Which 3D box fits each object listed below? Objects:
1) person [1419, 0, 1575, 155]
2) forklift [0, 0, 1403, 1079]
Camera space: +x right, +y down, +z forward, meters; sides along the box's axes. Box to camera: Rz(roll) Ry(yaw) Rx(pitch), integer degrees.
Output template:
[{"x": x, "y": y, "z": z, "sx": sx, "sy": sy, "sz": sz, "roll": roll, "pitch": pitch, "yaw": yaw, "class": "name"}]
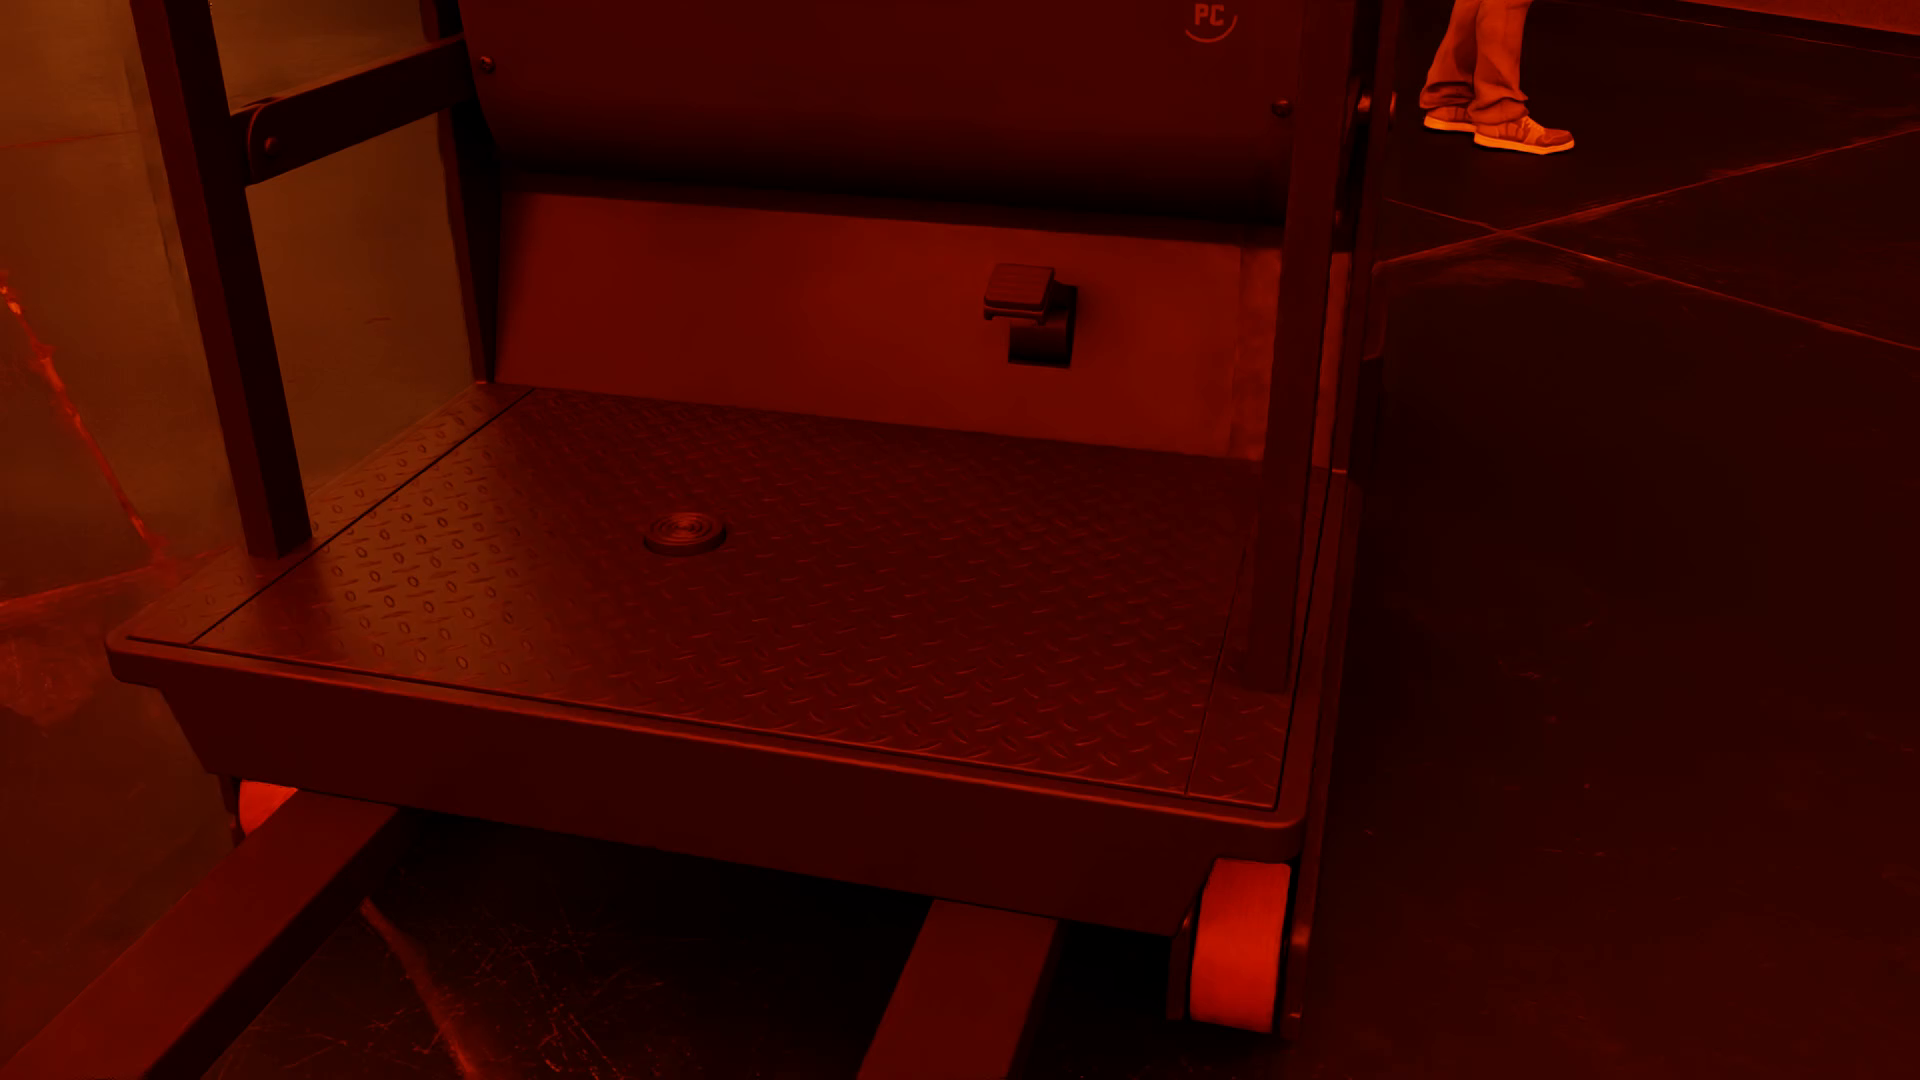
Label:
[{"x": 1.551, "y": -1.881, "z": 4.476, "sx": 0.449, "sy": 1.596, "sz": 0.590, "roll": 9, "pitch": 28, "yaw": 18, "class": "person"}, {"x": -0.142, "y": -1.039, "z": 1.302, "sx": 1.130, "sy": 2.935, "sz": 3.031, "roll": 7, "pitch": 27, "yaw": 13, "class": "forklift"}]
